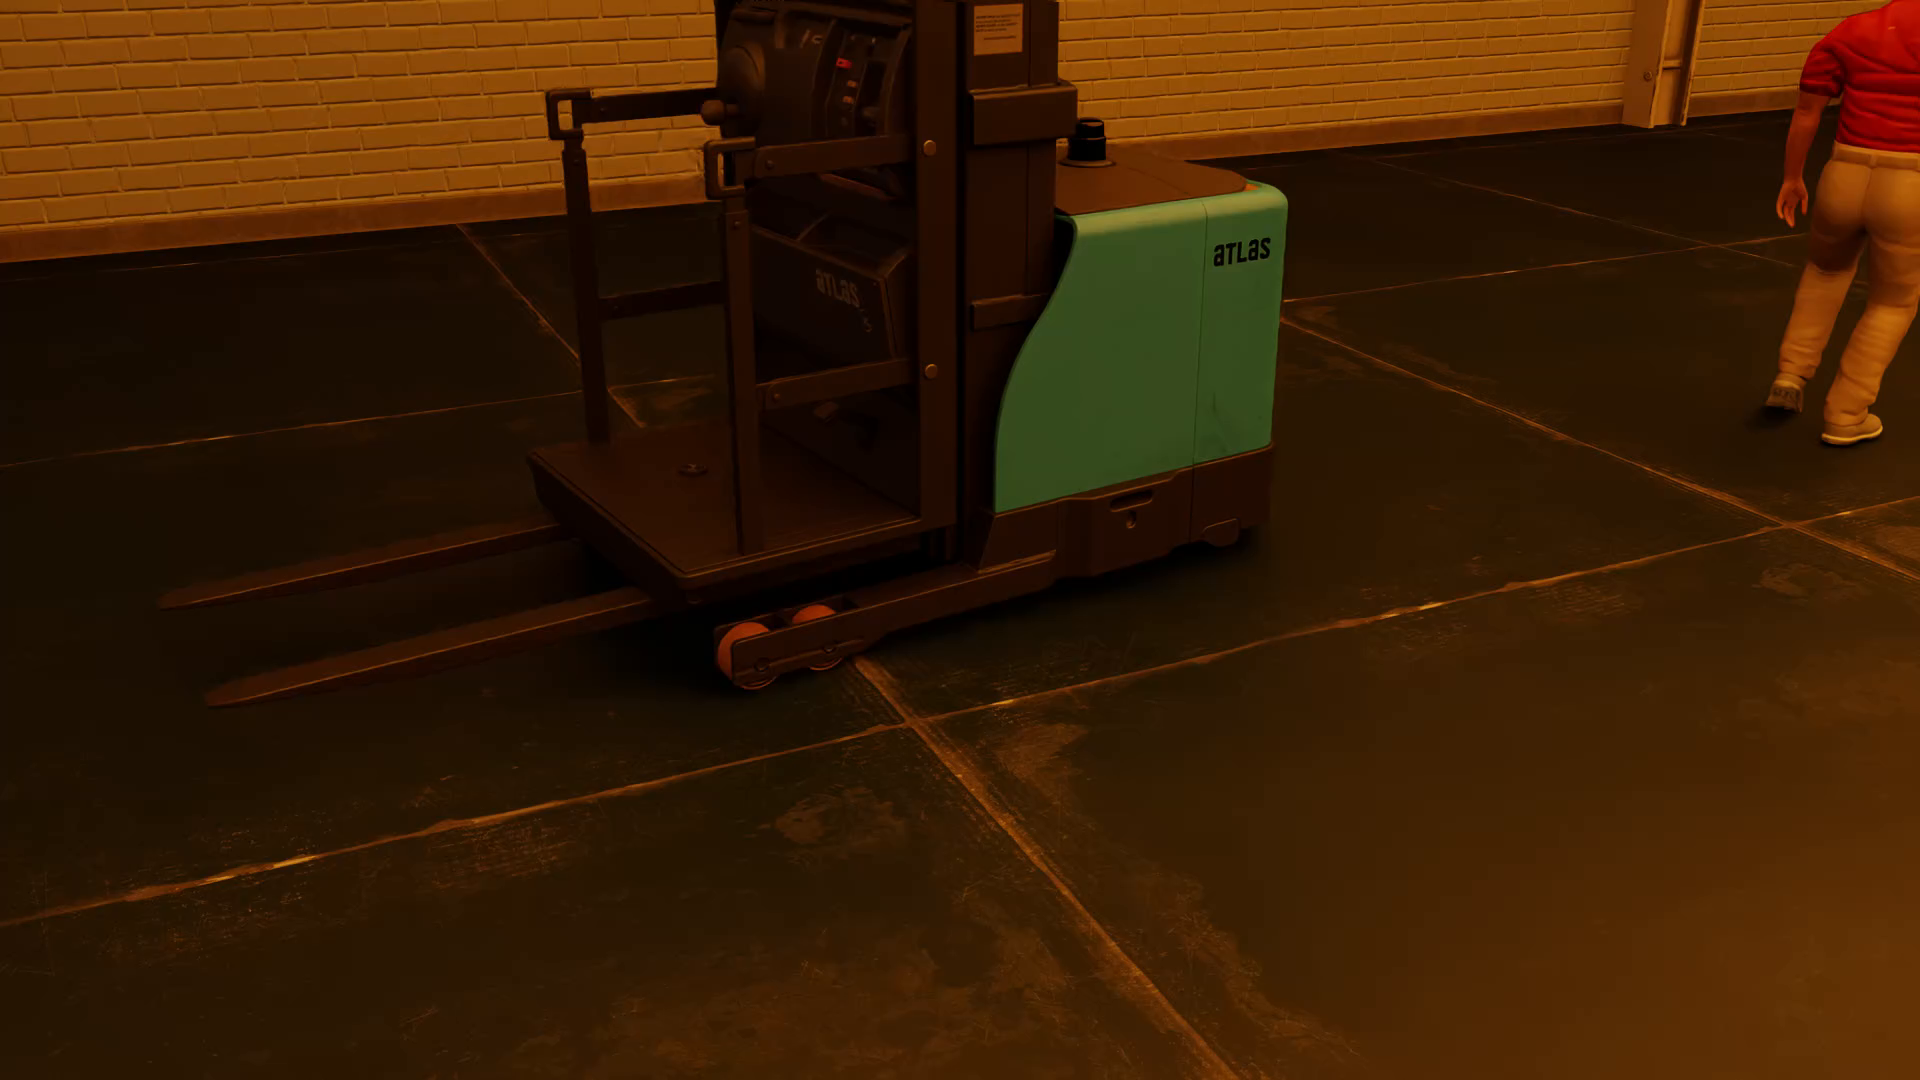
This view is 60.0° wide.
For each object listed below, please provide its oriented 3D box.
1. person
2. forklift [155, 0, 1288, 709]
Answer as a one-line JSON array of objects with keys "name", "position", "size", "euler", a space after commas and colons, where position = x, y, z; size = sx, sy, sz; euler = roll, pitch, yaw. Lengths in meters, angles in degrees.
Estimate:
[{"name": "person", "position": [3.213, -1.177, 5.794], "size": [0.494, 1.767, 0.641], "euler": [-19, 29, -38]}, {"name": "forklift", "position": [-0.564, -1.206, 4.190], "size": [3.031, 2.935, 1.130], "euler": [-14, 26, -30]}]
